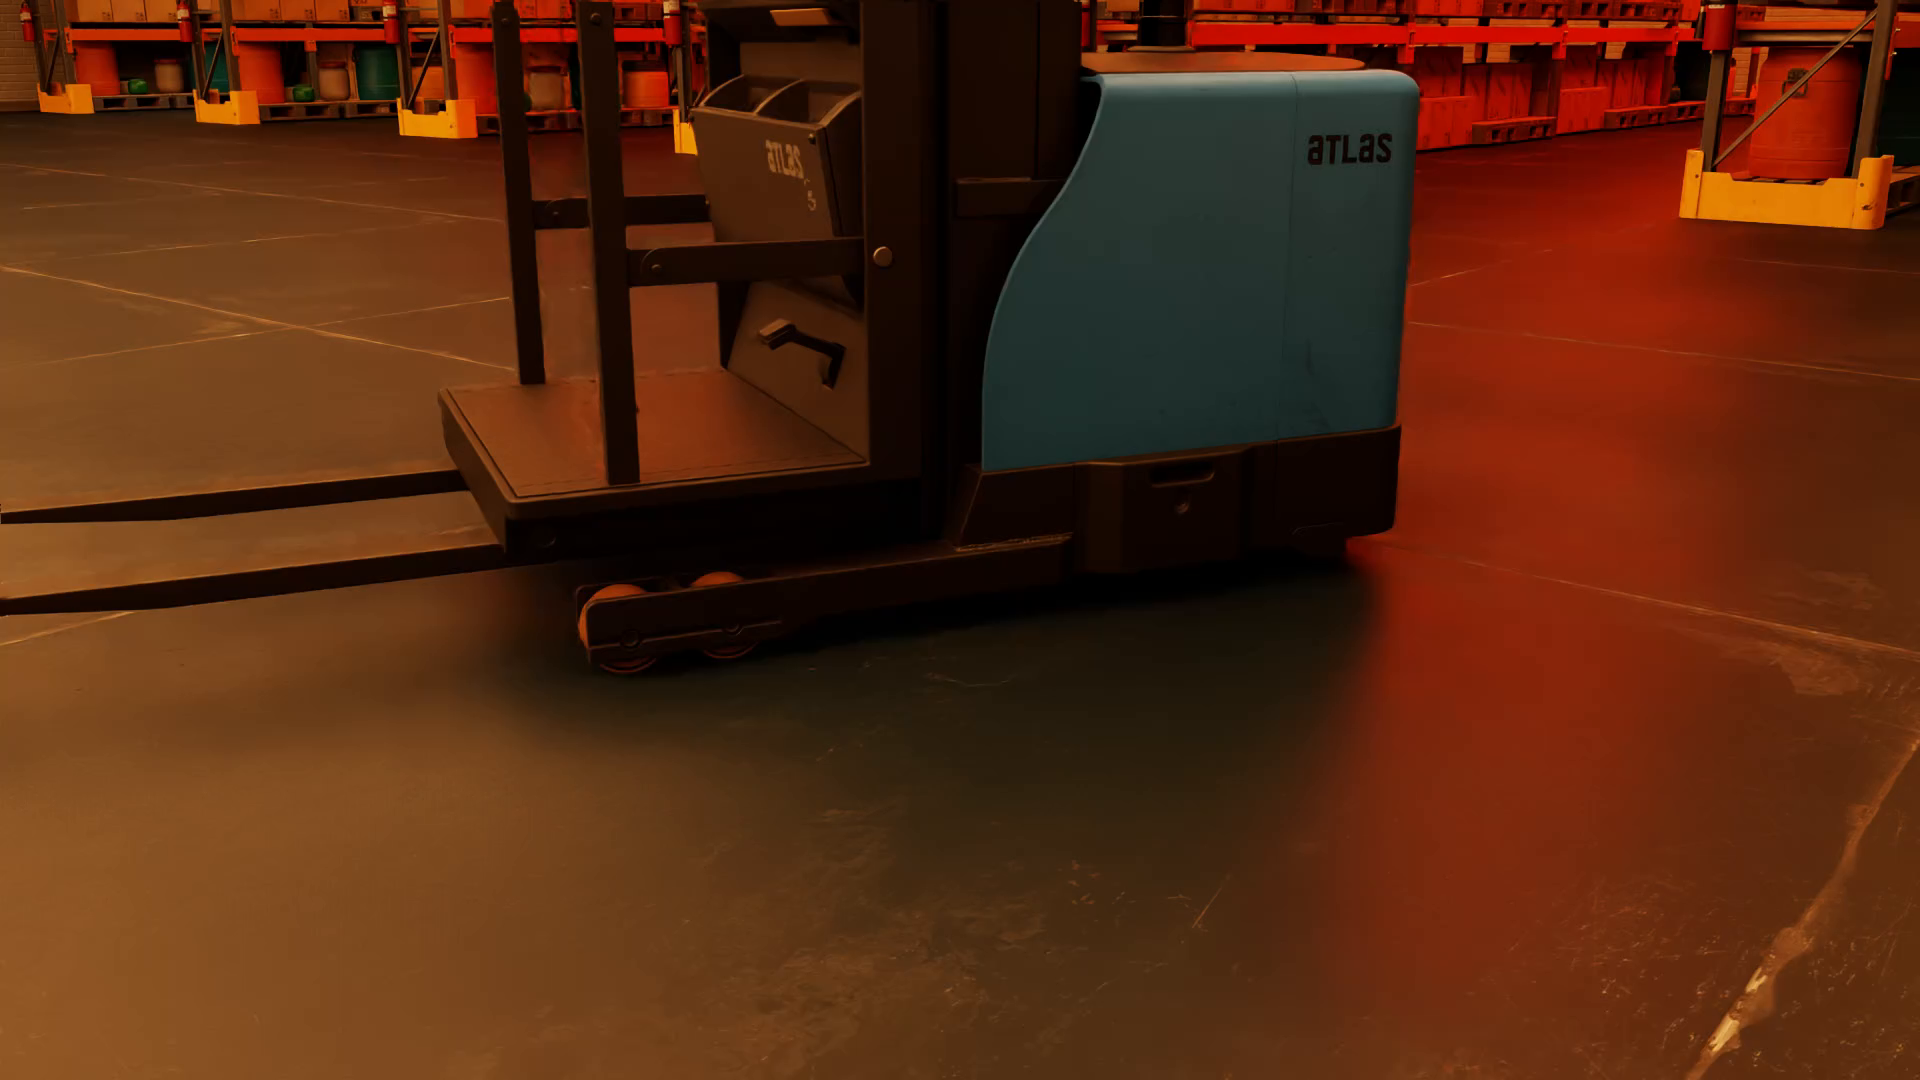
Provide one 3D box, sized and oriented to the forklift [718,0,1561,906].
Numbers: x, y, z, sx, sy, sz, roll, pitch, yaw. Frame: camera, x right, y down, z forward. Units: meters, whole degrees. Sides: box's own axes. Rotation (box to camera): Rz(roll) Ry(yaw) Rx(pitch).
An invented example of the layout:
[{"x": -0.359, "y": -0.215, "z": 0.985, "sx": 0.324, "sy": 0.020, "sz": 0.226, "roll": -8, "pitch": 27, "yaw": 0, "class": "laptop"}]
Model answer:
[{"x": 0.123, "y": -1.237, "z": 2.970, "sx": 1.130, "sy": 2.935, "sz": 3.031, "roll": -3, "pitch": 17, "yaw": -9, "class": "forklift"}]
